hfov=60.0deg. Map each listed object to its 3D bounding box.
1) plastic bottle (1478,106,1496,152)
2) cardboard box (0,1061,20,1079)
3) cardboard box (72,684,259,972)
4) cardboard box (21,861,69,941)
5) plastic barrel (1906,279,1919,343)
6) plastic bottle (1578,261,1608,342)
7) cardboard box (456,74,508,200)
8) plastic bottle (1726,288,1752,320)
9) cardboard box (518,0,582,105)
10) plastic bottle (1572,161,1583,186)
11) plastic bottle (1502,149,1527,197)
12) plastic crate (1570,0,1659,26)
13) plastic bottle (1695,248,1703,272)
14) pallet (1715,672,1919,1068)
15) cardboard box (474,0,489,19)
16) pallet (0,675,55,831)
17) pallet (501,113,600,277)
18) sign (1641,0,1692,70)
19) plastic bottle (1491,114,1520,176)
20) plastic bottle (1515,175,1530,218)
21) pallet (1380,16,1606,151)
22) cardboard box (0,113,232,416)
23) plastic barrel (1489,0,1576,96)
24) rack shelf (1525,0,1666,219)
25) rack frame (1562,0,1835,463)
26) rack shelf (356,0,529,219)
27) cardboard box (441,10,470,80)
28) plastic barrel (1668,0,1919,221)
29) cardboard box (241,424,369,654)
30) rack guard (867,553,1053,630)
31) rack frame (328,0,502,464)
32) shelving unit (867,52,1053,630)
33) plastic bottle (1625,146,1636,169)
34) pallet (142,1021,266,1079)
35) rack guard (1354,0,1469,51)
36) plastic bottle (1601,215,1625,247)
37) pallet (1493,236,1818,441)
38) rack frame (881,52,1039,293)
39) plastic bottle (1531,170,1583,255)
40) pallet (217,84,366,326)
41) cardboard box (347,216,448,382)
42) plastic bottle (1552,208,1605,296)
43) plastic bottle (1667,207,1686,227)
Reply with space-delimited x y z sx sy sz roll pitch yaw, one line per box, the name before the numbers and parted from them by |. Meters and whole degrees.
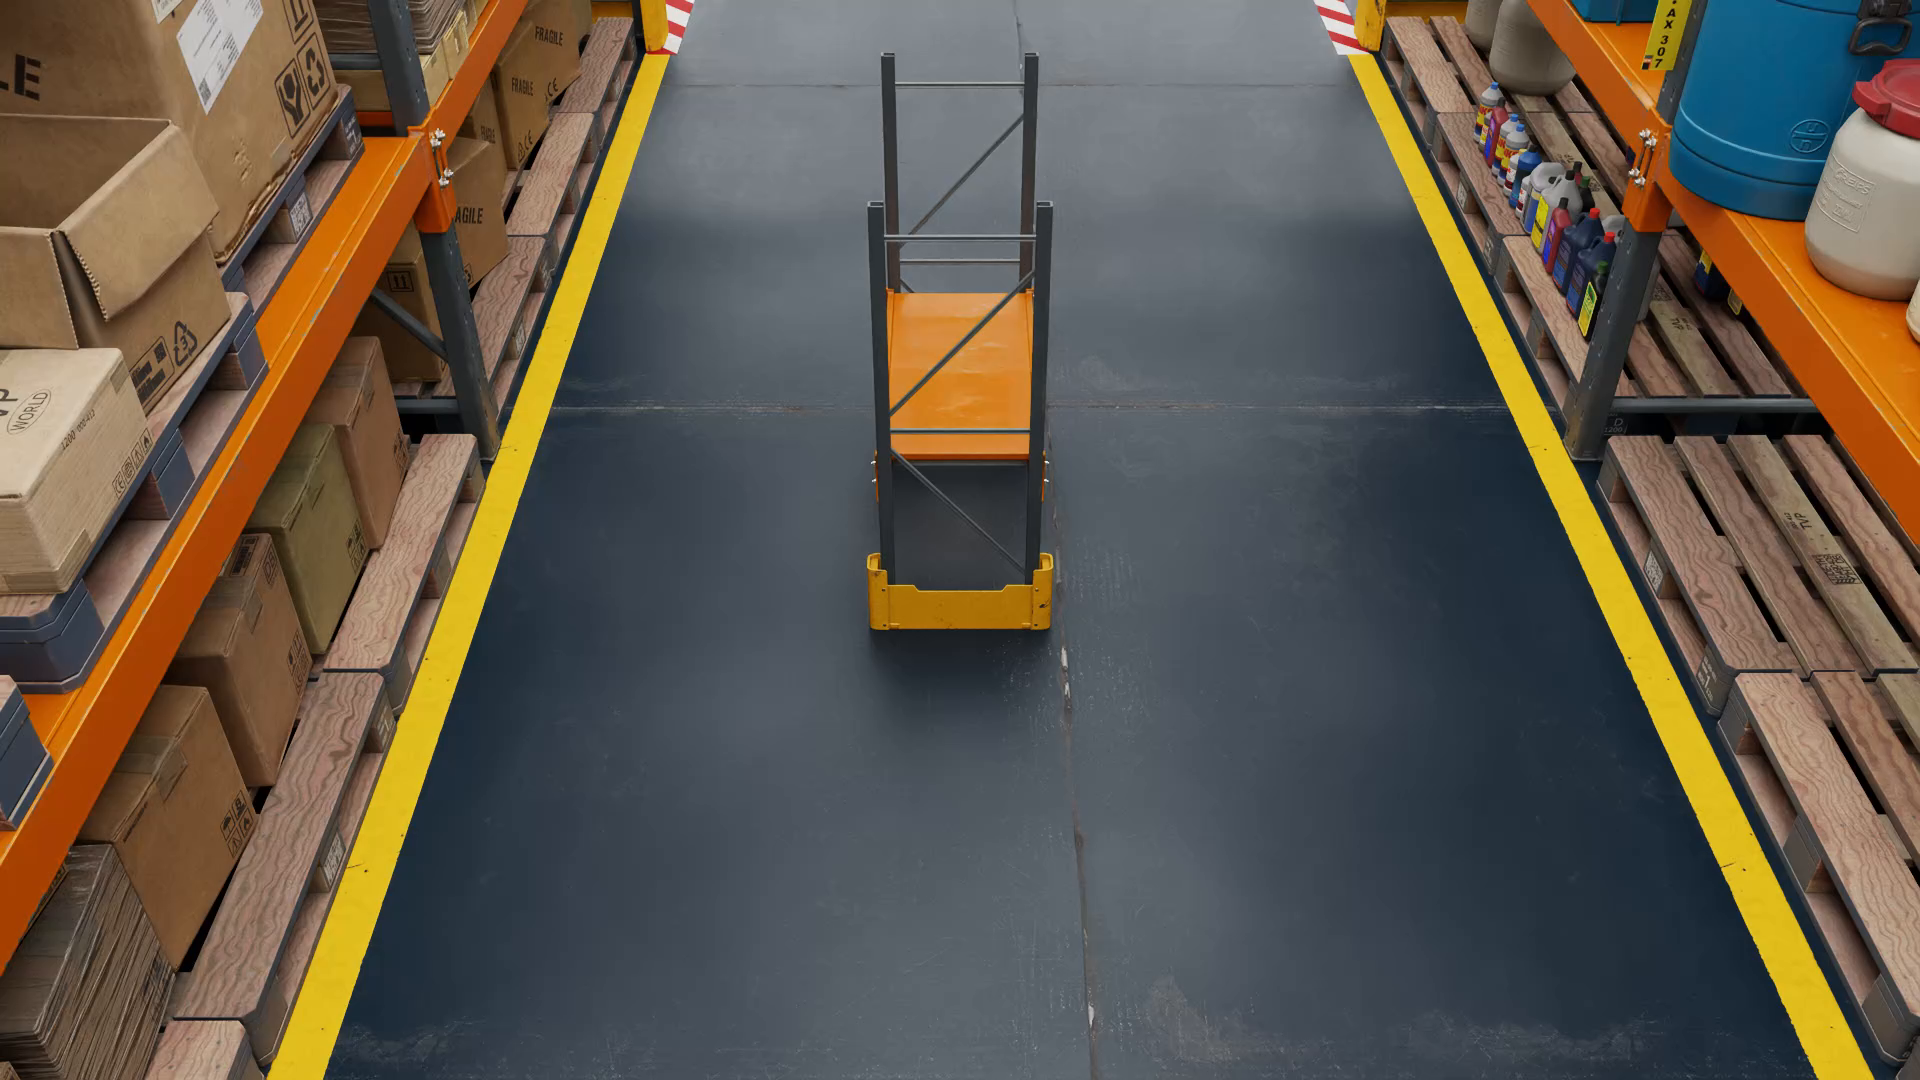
plastic bottle | 2.431 -1.876 7.578 0.097 0.201 0.097 0 39 0
cardboard box | -2.224 1.396 3.256 0.700 0.500 0.500 -2 39 -2
cardboard box | -2.245 0.695 4.131 0.700 0.500 0.500 3 39 4
cardboard box | -2.245 0.772 3.435 0.500 0.250 0.500 4 39 5
plastic barrel | 2.593 -0.612 4.225 0.301 0.262 0.301 0 39 0
plastic bottle | 2.414 -0.906 6.302 0.061 0.283 0.133 2 39 2
cardboard box | -2.256 -1.675 7.104 0.500 0.500 0.500 -3 39 -4
plastic bottle | 3.049 -1.006 6.428 0.061 0.283 0.133 0 39 0
cardboard box | -2.194 -2.415 8.028 0.500 0.500 0.500 10 40 12
plastic bottle | 2.565 -1.432 6.958 0.061 0.283 0.133 0 39 0
plastic bottle | 2.431 -1.602 7.236 0.097 0.201 0.097 0 39 0
plastic crate | 2.472 -2.127 6.125 0.499 0.251 0.616 0 39 0
plastic bottle | 3.038 -1.196 6.674 0.097 0.271 0.097 0 39 0
pallet | 2.789 0.851 4.520 1.003 0.211 1.213 0 39 0
cardboard box | -1.933 -1.995 6.042 0.380 0.149 0.250 0 39 0
pallet | -2.311 0.641 2.705 1.213 0.211 1.003 0 39 0
pallet | -2.249 -1.587 7.561 1.003 0.211 1.213 0 39 0
sign | 2.195 -1.608 5.136 0.100 0.325 0.005 0 39 0
plastic bottle | 2.431 -1.753 7.369 0.097 0.271 0.097 0 39 0
plastic bottle | 2.431 -1.473 7.075 0.097 0.201 0.097 0 39 0
pallet | 2.783 -2.351 8.515 1.003 0.211 1.213 0 39 0
cardboard box | -2.114 -0.610 3.694 0.797 0.503 0.637 4 39 5
plastic barrel | 2.818 -2.463 8.078 0.421 0.512 0.421 0 39 0
rack shelf | 2.742 -2.463 7.001 1.077 0.370 4.000 0 39 0
rack frame | 2.745 -1.493 5.215 1.000 3.000 0.127 0 39 0
rack shelf | -2.210 -2.460 6.996 1.077 0.370 4.000 0 39 0
cardboard box | -1.895 -1.683 5.652 0.380 0.149 0.250 0 39 0
plastic barrel | 2.442 -1.447 4.756 0.600 0.901 0.708 0 39 0
cardboard box | -2.247 -0.004 5.003 0.700 0.500 0.500 0 39 0
rack guard | 0.000 0.166 5.343 0.587 0.250 0.087 0 39 0
rack frame | -2.208 -1.490 5.210 1.000 3.000 0.127 0 39 0
shelving unit | 0.000 -0.633 5.340 0.587 1.500 1.083 0 39 0
plastic bottle | 3.047 -1.800 7.418 0.061 0.283 0.133 0 39 0
pallet | -2.203 1.611 3.571 1.003 0.211 1.213 0 39 0
rack guard | 2.787 -2.972 9.059 1.175 0.500 0.348 0 39 0
plastic bottle | 2.604 -1.141 6.601 0.152 0.276 0.135 0 39 0
pallet | 2.786 -0.825 6.611 1.003 0.211 1.213 0 39 0
rack frame | -0.001 -0.957 5.744 0.500 1.500 0.032 0 39 0
plastic bottle | 2.455 -1.356 6.810 0.144 0.351 0.185 0 39 0
pallet | -2.353 -0.937 4.674 1.003 0.211 1.213 0 39 0
cardboard box | -2.169 -0.928 6.173 0.500 0.500 0.500 -1 39 -1
plastic bottle | 2.456 -1.154 6.558 0.144 0.351 0.185 -2 39 -2
plastic bottle | 3.010 -1.475 7.019 0.152 0.276 0.135 0 39 0
